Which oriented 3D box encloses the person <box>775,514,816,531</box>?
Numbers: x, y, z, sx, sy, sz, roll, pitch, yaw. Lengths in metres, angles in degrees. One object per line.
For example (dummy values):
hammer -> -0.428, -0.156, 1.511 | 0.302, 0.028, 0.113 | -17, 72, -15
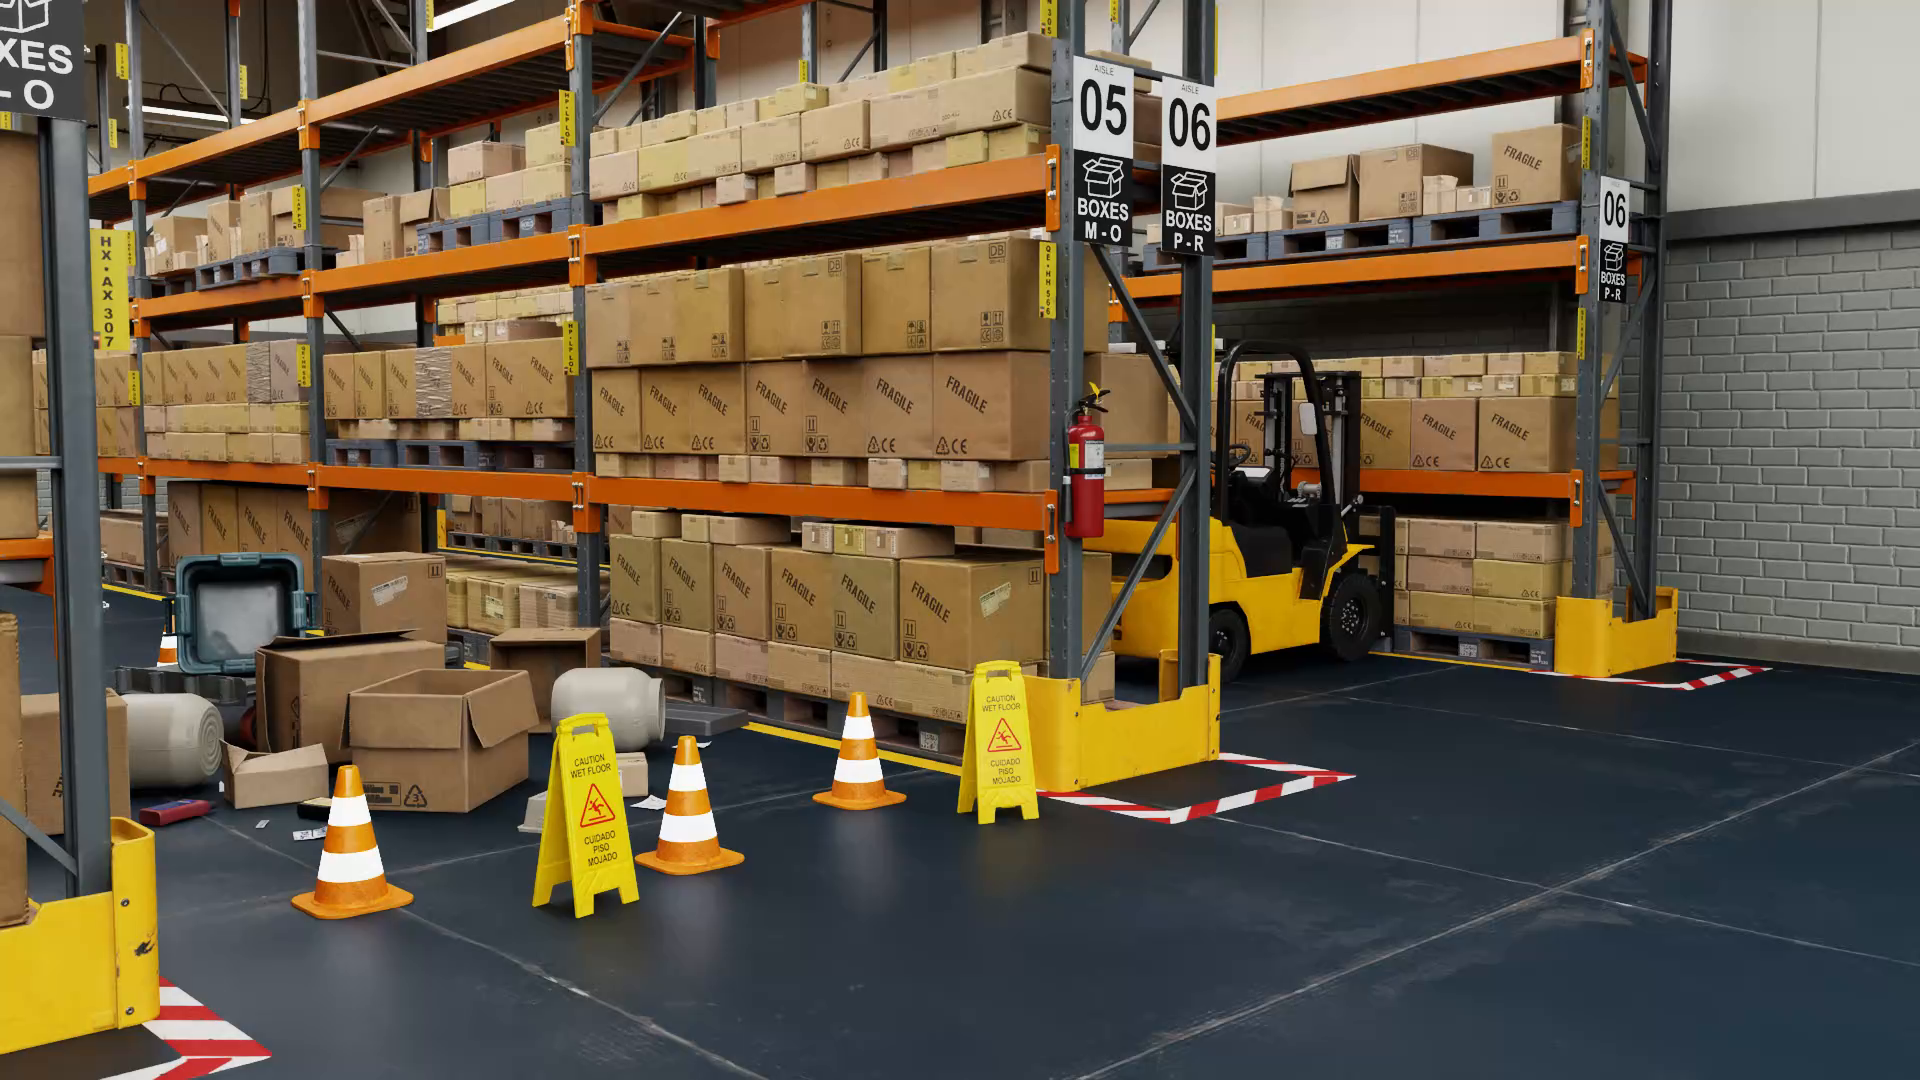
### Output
person -> -1.512, -0.295, 14.992 | 0.571, 1.744, 0.432 | -2, 4, -28
